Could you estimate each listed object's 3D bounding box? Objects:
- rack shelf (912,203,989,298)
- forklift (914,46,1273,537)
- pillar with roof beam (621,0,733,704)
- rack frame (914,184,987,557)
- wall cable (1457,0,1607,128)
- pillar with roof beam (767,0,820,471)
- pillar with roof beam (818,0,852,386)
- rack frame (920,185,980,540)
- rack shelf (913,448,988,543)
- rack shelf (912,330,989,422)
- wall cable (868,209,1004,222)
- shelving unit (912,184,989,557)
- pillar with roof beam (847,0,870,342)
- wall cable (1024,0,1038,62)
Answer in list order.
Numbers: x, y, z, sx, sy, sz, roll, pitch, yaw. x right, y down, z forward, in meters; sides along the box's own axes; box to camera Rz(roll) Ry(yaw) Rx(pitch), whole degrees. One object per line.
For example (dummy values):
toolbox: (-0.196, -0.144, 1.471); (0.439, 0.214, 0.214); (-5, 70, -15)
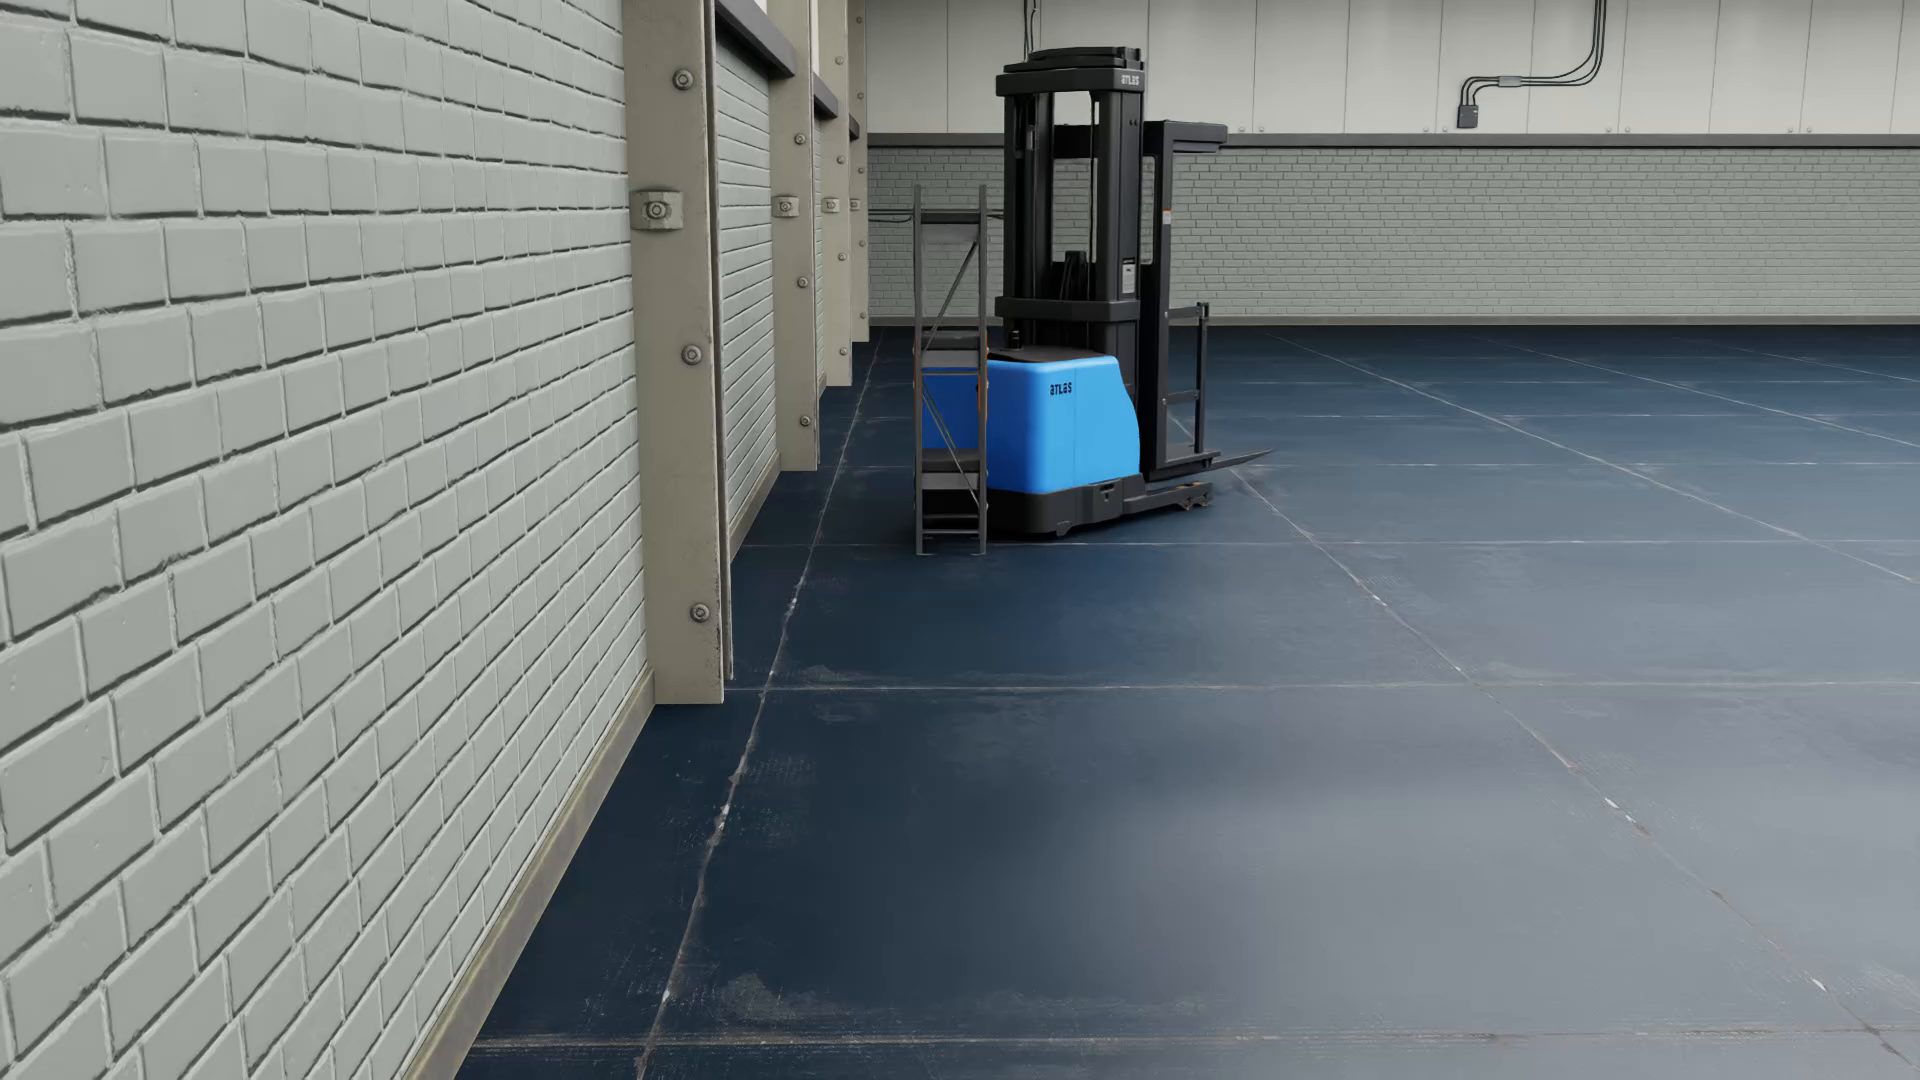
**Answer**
rack shelf: (-0.055, -1.656, 9.490); (0.431, 0.518, 0.480); (0, 11, -1)
forklift: (1.051, -1.691, 11.021); (1.130, 2.935, 3.031); (10, 15, 40)
pillar with roof beam: (3.177, -3.801, 6.160); (9.100, 9.000, 0.400); (0, 11, -1)
rack frame: (-0.053, -0.935, 9.388); (0.400, 2.100, 0.015); (0, 11, -1)
wall cable: (9.254, -9.655, 26.461); (2.305, 6.003, 0.169); (0, 11, -1)
pillar with roof beam: (3.053, -4.993, 12.039); (9.100, 9.000, 0.400); (0, 11, -1)
pillar with roof beam: (2.929, -6.186, 17.918); (9.100, 9.000, 0.400); (0, 11, -1)
rack frame: (-0.058, -1.032, 9.866); (0.400, 2.100, 0.015); (0, 11, -1)
rack shelf: (-0.055, -0.284, 9.769); (0.431, 0.518, 0.480); (0, 11, -1)
rack shelf: (-0.055, -0.970, 9.629); (0.431, 0.518, 0.480); (0, 11, -1)
wall cable: (-0.238, -6.430, 26.931); (3.097, 2.526, 0.112); (0, 11, -1)
shelving unit: (-0.055, -0.984, 9.627); (0.431, 2.100, 0.503); (0, 11, -1)
pillar with roof beam: (2.805, -7.379, 23.797); (9.100, 9.000, 0.400); (0, 11, -1)
wall cable: (2.467, -8.916, 26.484); (3.097, 2.526, 0.112); (0, 11, -1)
